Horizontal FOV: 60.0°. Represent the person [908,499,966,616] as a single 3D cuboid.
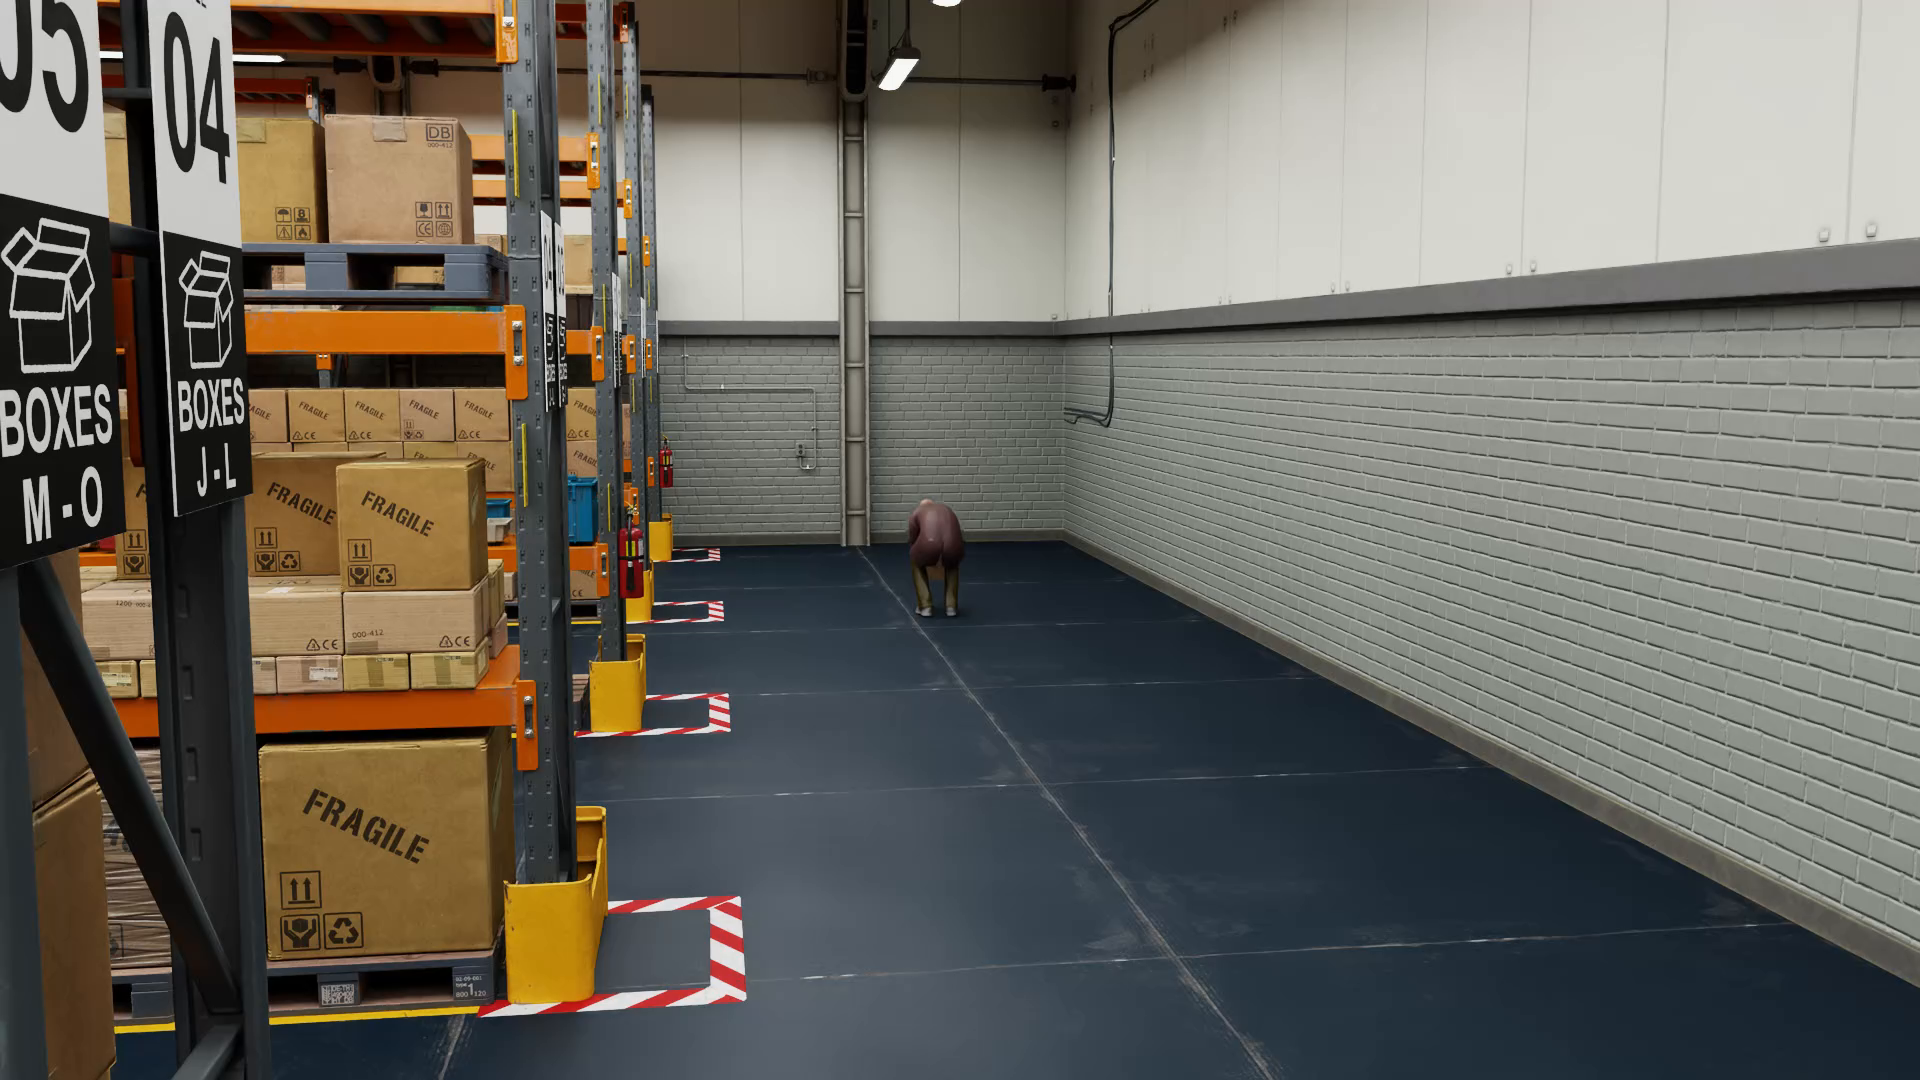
[{"bbox_3d":[-0.261,0.178,17.064,0.586,1.138,0.937,-1,6,-11],"label":"person"}]
